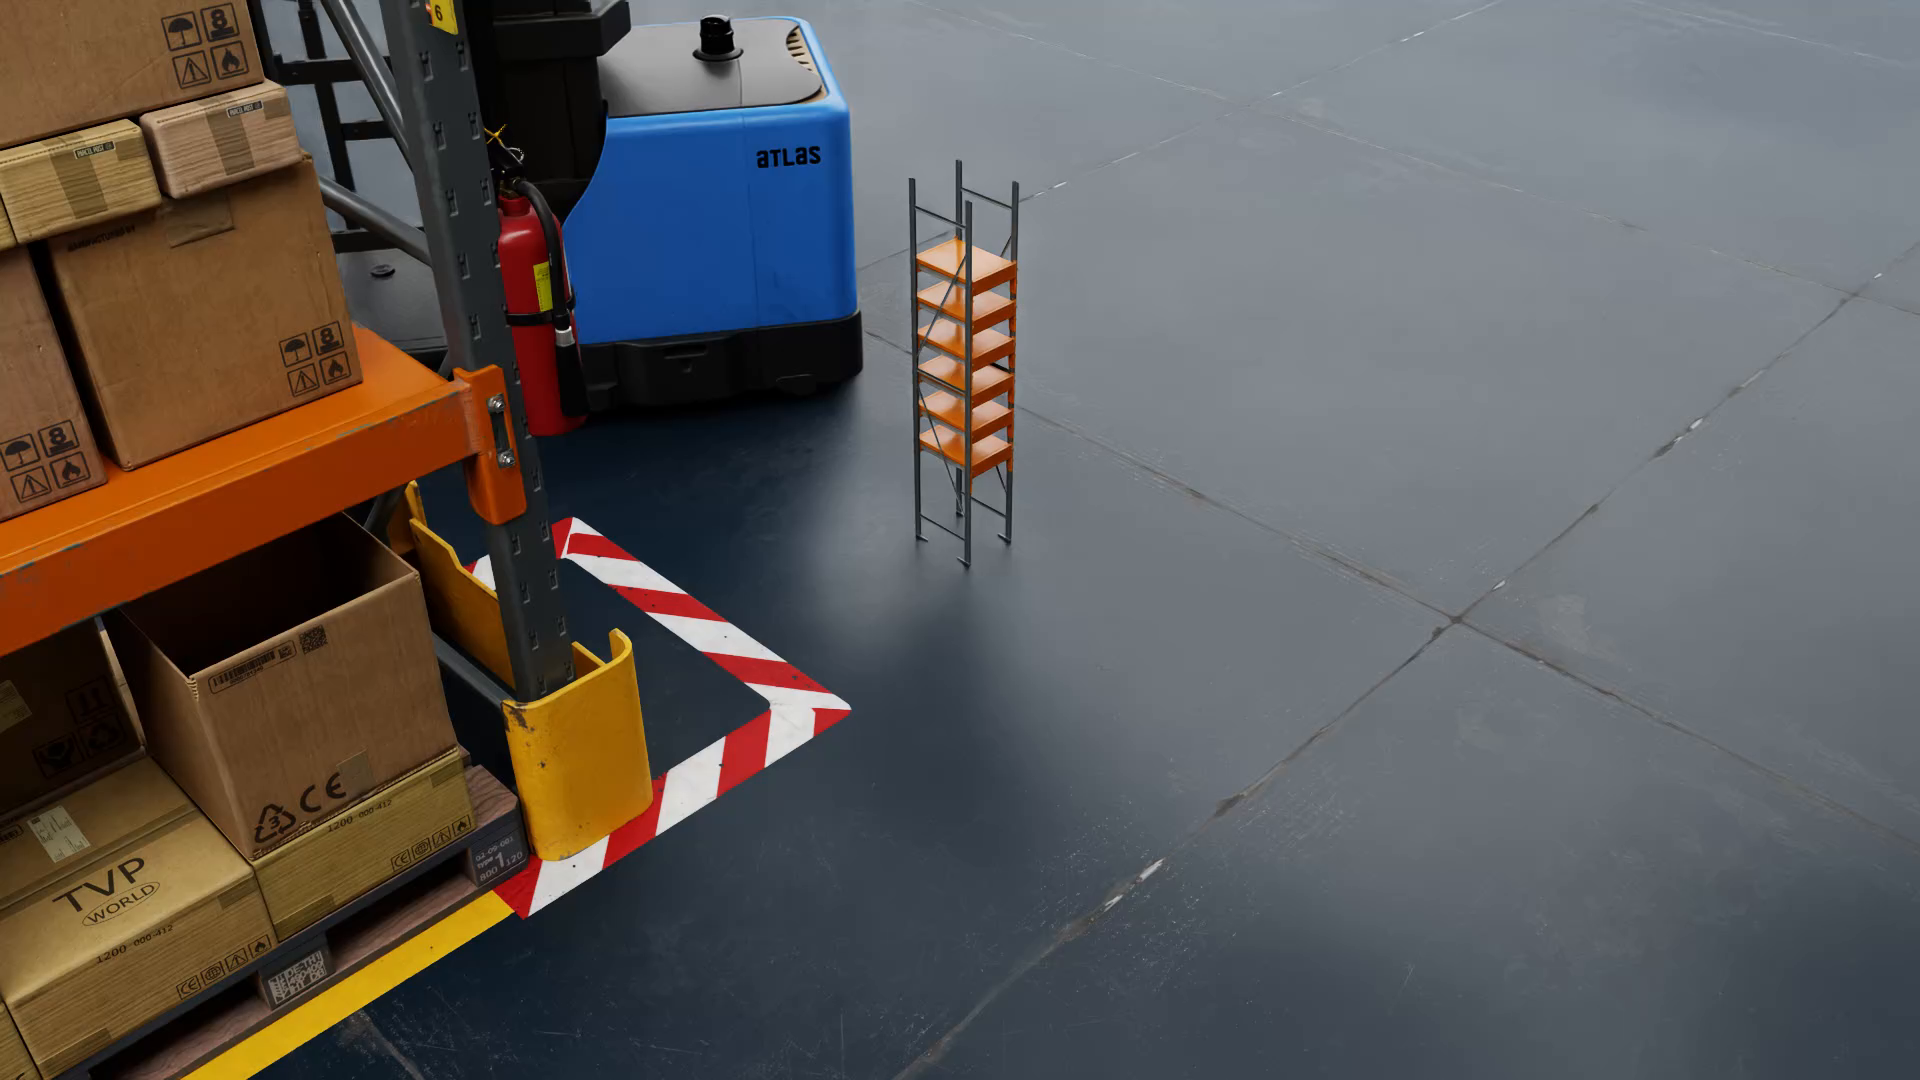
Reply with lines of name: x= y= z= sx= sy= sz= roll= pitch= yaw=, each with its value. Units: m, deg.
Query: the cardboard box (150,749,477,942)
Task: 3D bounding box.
cardboard box: x=-1.485 y=0.577 z=3.837 sx=0.500 sy=0.250 sz=0.500 roll=30 pitch=45 yaw=35

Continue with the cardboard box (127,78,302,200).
cardboard box: x=-1.450 y=-0.791 z=3.107 sx=0.380 sy=0.149 sz=0.250 roll=29 pitch=44 yaw=35

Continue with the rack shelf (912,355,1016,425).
rack shelf: x=0.010 y=-0.462 z=4.941 sx=0.258 sy=0.103 sz=0.180 roll=30 pitch=45 yaw=35

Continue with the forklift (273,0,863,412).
forklift: x=-1.922 y=-1.832 z=5.314 sx=3.031 sy=2.935 sz=1.130 roll=-7 pitch=36 yaw=-10

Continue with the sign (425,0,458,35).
sign: x=-0.941 y=-1.063 z=2.933 sx=0.100 sy=0.325 sz=0.005 roll=30 pitch=45 yaw=35

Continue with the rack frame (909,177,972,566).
rack frame: x=-0.054 y=-0.461 z=4.862 sx=0.240 sy=1.200 sz=0.006 roll=30 pitch=45 yaw=35

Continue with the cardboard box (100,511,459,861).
cardboard box: x=-1.483 y=0.270 z=3.621 sx=0.500 sy=0.500 sz=0.500 roll=30 pitch=45 yaw=35

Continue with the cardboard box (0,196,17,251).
cardboard box: x=-1.814 y=-0.580 z=2.805 sx=0.380 sy=0.149 sz=0.250 roll=29 pitch=44 yaw=35

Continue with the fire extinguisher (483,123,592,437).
fire extinguisher: x=-0.904 y=-0.545 z=3.476 sx=0.296 sy=0.674 sz=0.183 roll=30 pitch=45 yaw=35

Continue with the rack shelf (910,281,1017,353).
rack shelf: x=0.010 y=-0.658 z=4.803 sx=0.258 sy=0.103 sz=0.180 roll=30 pitch=45 yaw=35

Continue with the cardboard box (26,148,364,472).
cardboard box: x=-1.654 y=-0.572 z=3.361 sx=0.700 sy=0.500 sz=0.500 roll=30 pitch=45 yaw=35

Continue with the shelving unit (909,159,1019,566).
shelving unit: x=0.010 y=-0.498 z=4.915 sx=0.258 sy=1.200 sz=0.189 roll=30 pitch=45 yaw=35

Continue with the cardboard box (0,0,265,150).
cardboard box: x=-1.692 y=-1.083 z=2.959 sx=0.500 sy=0.500 sz=0.700 roll=-30 pitch=45 yaw=-35

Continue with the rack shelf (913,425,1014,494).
rack shelf: x=0.010 y=-0.265 z=5.078 sx=0.258 sy=0.103 sz=0.180 roll=30 pitch=45 yaw=35

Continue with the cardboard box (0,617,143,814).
cardboard box: x=-2.203 y=0.264 z=3.630 sx=0.500 sy=0.500 sz=0.500 roll=30 pitch=45 yaw=35

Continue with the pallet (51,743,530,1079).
pallet: x=-1.826 y=0.756 z=3.982 sx=1.003 sy=0.211 sz=1.213 roll=30 pitch=45 yaw=35

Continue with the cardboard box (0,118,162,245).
cardboard box: x=-1.634 y=-0.684 z=2.954 sx=0.250 sy=0.149 sz=0.380 roll=-29 pitch=44 yaw=-35

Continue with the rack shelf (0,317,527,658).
rack shelf: x=-2.726 y=0.391 z=2.695 sx=1.077 sy=0.370 sz=4.000 roll=30 pitch=45 yaw=35

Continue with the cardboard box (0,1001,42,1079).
cardboard box: x=-2.179 y=0.988 z=3.247 sx=0.500 sy=0.250 sz=0.500 roll=30 pitch=45 yaw=35

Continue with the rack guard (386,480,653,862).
rack guard: x=-1.300 y=0.300 z=4.383 sx=1.175 sy=0.500 sz=0.348 roll=30 pitch=45 yaw=35

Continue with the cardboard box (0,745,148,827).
cardboard box: x=-2.202 y=0.573 z=3.843 sx=0.500 sy=0.250 sz=0.500 roll=30 pitch=45 yaw=35

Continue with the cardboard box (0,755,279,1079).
cardboard box: x=-1.828 y=0.785 z=3.539 sx=0.500 sy=0.250 sz=0.500 roll=30 pitch=45 yaw=35

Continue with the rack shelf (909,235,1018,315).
rack shelf: x=0.010 y=-0.757 z=4.735 sx=0.258 sy=0.103 sz=0.180 roll=30 pitch=45 yaw=35

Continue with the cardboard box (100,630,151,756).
cardboard box: x=-1.852 y=0.368 z=4.137 sx=0.500 sy=0.250 sz=0.500 roll=30 pitch=45 yaw=35

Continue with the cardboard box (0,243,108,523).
cardboard box: x=-2.021 y=-0.357 z=3.052 sx=0.500 sy=0.500 sz=0.700 roll=-29 pitch=44 yaw=-35

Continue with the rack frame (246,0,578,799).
rack frame: x=-1.317 y=-0.715 z=3.654 sx=1.000 sy=3.000 sz=0.127 roll=30 pitch=45 yaw=35

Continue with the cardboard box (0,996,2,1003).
cardboard box: x=-2.177 y=0.682 z=3.031 sx=0.500 sy=0.500 sz=0.500 roll=30 pitch=45 yaw=35

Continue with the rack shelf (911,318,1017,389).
rack shelf: x=0.010 y=-0.560 z=4.872 sx=0.258 sy=0.103 sz=0.180 roll=30 pitch=45 yaw=35

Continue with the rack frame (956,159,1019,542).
rack frame: x=0.075 y=-0.535 z=4.968 sx=0.240 sy=1.200 sz=0.006 roll=30 pitch=45 yaw=35

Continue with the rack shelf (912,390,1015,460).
rack shelf: x=0.010 y=-0.363 z=5.009 sx=0.258 sy=0.103 sz=0.180 roll=30 pitch=45 yaw=35
